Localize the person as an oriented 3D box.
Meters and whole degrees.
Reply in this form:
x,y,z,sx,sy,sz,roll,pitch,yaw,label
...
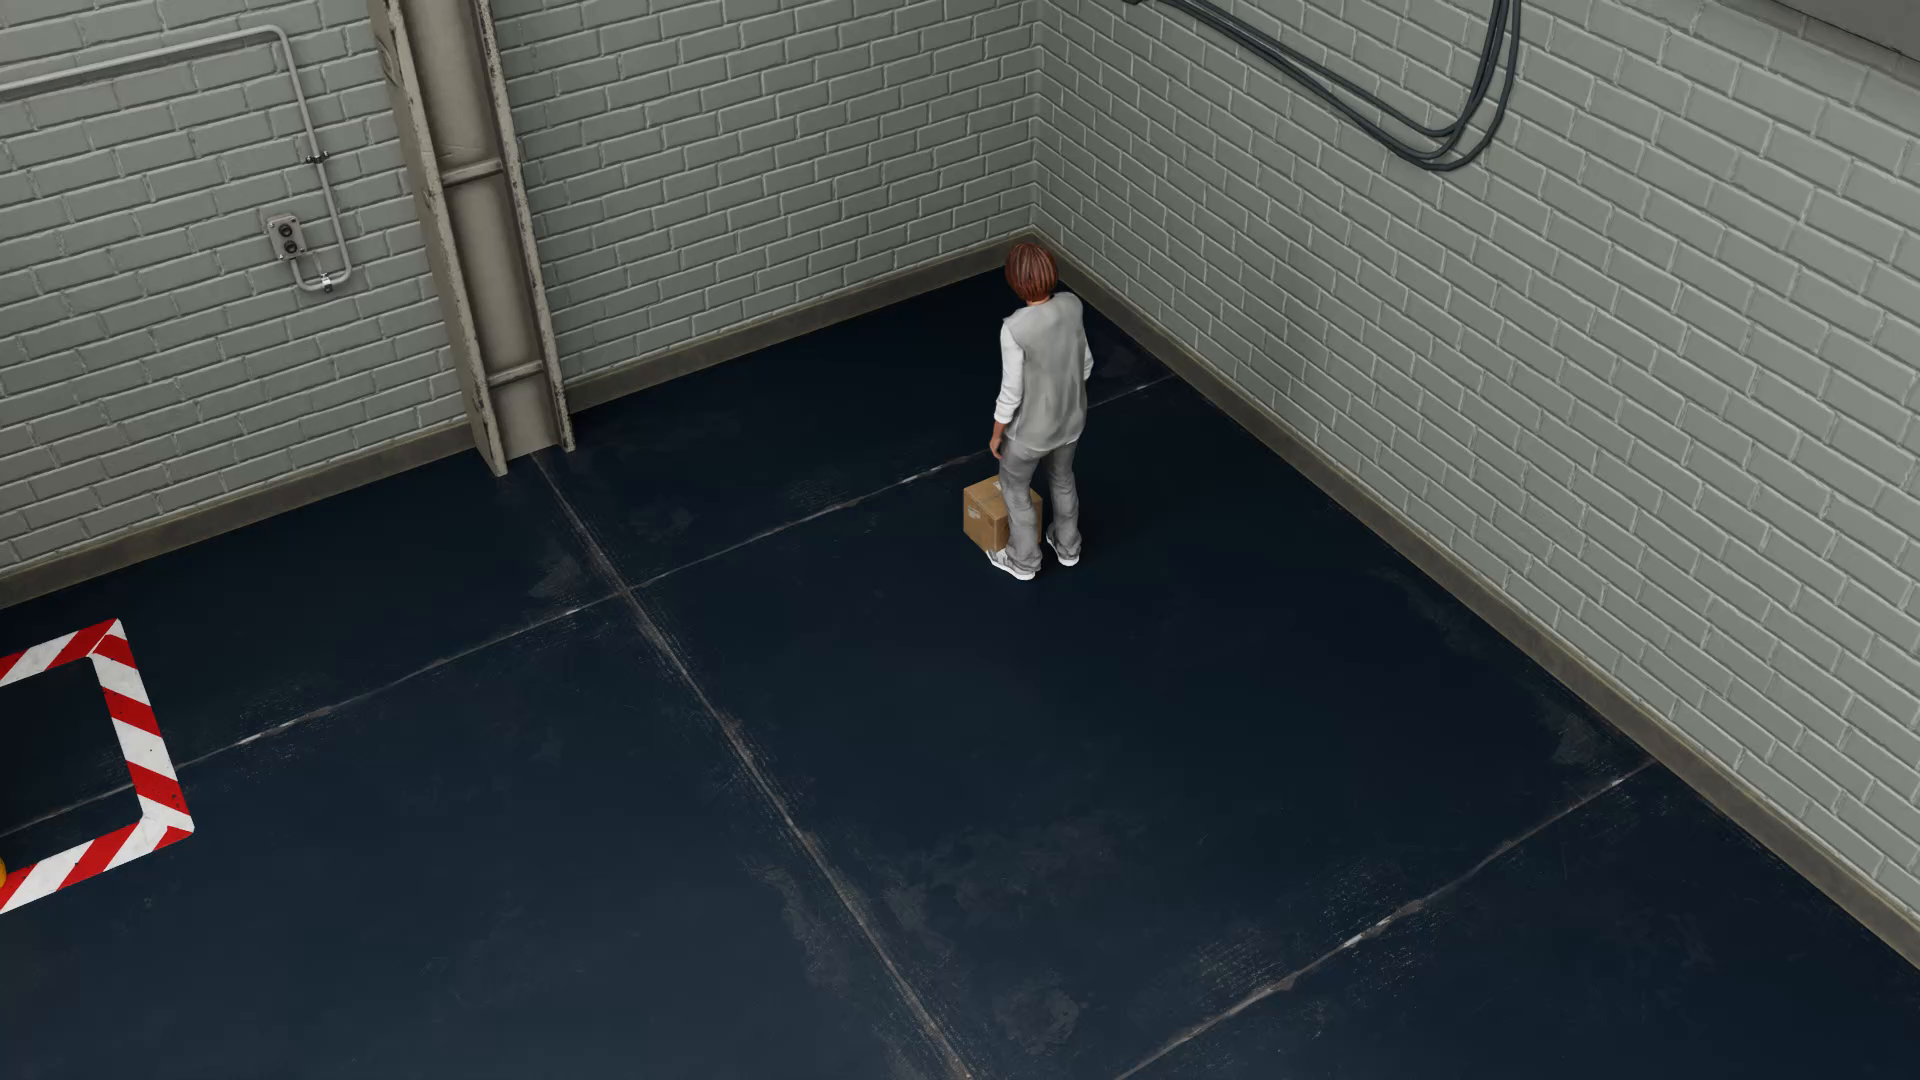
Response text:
x,y,z,sx,sy,sz,roll,pitch,yaw,label
0.316,-0.486,6.720,0.481,1.591,0.378,-26,47,-26,person
